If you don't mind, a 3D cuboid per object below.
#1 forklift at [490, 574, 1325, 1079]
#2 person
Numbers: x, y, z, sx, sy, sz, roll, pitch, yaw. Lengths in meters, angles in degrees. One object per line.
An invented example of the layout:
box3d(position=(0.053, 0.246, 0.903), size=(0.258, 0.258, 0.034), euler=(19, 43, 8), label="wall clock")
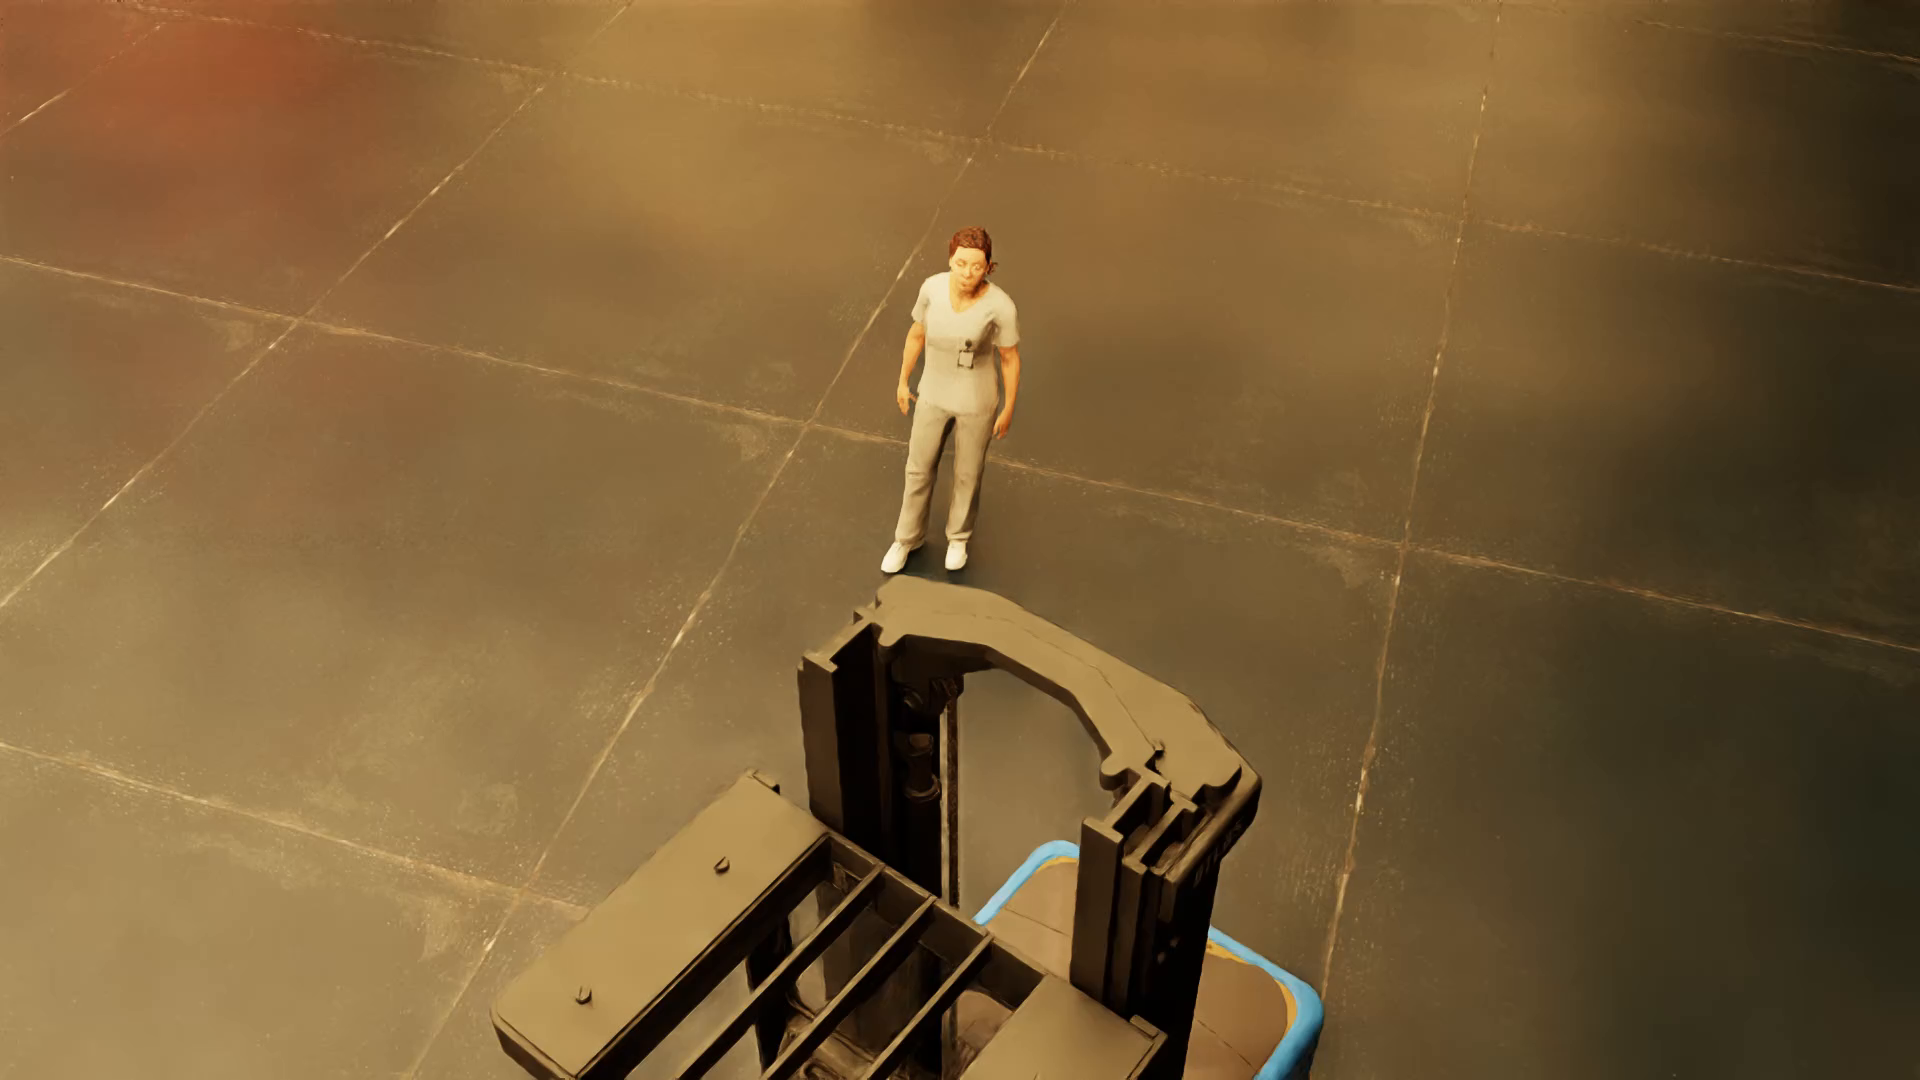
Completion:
box3d(position=(-0.218, 1.636, 3.930), size=(1.130, 2.935, 3.031), euler=(28, 50, 27), label="forklift")
box3d(position=(-0.035, -0.573, 7.217), size=(0.550, 1.674, 0.548), euler=(12, 44, 13), label="person")
